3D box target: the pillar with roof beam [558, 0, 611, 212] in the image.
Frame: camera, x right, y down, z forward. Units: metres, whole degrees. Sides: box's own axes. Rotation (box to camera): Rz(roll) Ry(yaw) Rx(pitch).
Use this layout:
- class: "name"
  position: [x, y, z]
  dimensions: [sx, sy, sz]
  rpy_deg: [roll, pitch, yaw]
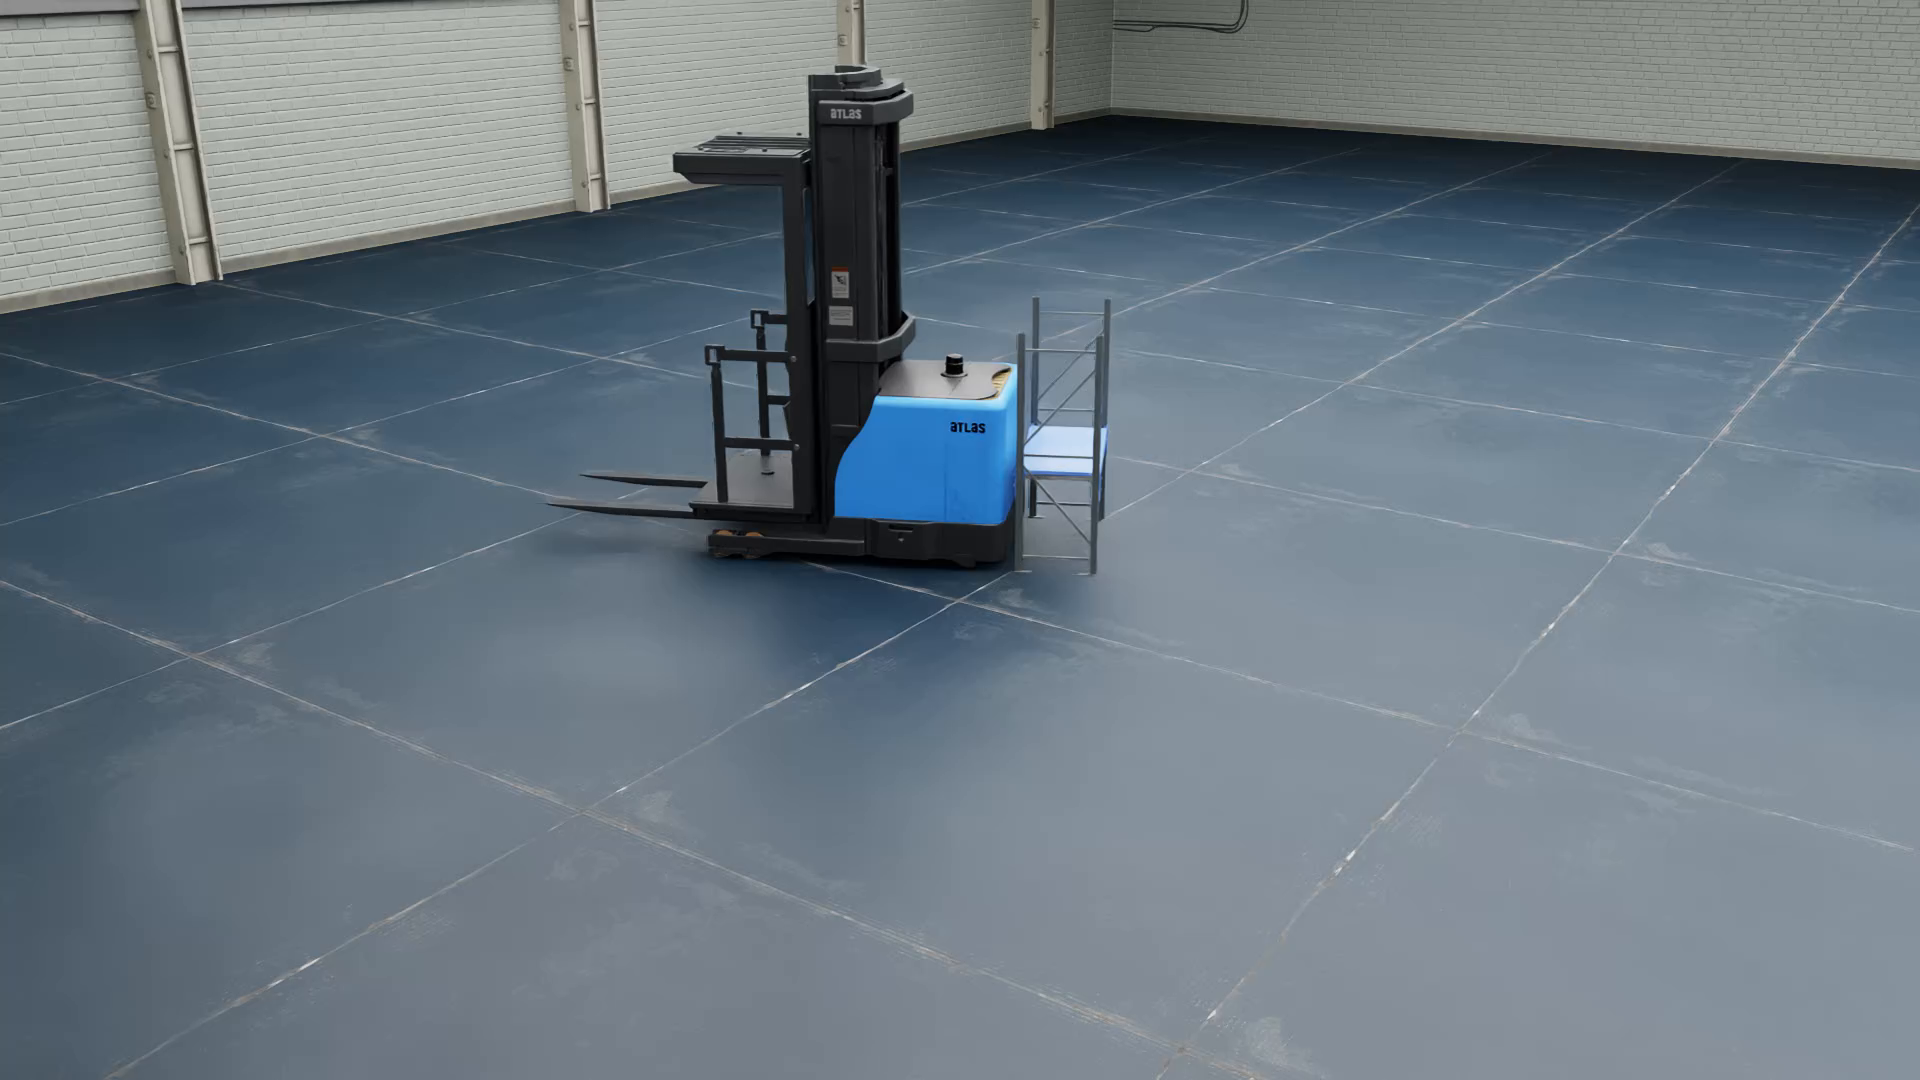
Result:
- class: "pillar with roof beam"
  position: [-1.578, -8.005, 19.434]
  dimensions: [9.100, 9.000, 0.400]
  rpy_deg: [13, 24, 32]

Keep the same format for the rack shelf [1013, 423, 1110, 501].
- class: "rack shelf"
  position: [0.652, -0.502, 10.478]
  dimensions: [0.538, 0.185, 1.000]
  rpy_deg: [3, 20, 7]

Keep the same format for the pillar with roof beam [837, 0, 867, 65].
- class: "pillar with roof beam"
  position: [1.795, -9.726, 24.088]
  dimensions: [9.100, 9.000, 0.400]
  rpy_deg: [13, 24, 32]

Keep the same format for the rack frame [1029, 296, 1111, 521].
- class: "rack frame"
  position: [0.717, -0.845, 10.888]
  dimensions: [0.500, 1.500, 0.032]
  rpy_deg: [3, 20, 7]

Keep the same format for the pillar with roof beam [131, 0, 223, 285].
- class: "pillar with roof beam"
  position: [-4.951, -6.283, 14.780]
  dimensions: [9.100, 9.000, 0.400]
  rpy_deg: [13, 24, 32]

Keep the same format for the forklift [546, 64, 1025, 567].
- class: "forklift"
  position: [-1.136, -1.431, 10.408]
  dimensions: [3.031, 2.935, 1.130]
  rpy_deg: [3, 21, 9]

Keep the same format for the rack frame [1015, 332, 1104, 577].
- class: "rack frame"
  position: [0.587, -0.495, 9.942]
  dimensions: [0.500, 1.500, 0.032]
  rpy_deg: [3, 20, 7]

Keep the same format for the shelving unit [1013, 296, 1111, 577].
- class: "shelving unit"
  position: [0.652, -0.670, 10.415]
  dimensions: [0.538, 1.500, 1.048]
  rpy_deg: [3, 20, 7]

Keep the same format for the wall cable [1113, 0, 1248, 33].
- class: "wall cable"
  position: [4.357, -11.418, 33.138]
  dimensions: [3.097, 2.526, 0.112]
  rpy_deg: [13, 24, 32]

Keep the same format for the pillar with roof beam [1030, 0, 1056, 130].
- class: "pillar with roof beam"
  position: [5.167, -11.448, 28.742]
  dimensions: [9.100, 9.000, 0.400]
  rpy_deg: [13, 24, 32]
